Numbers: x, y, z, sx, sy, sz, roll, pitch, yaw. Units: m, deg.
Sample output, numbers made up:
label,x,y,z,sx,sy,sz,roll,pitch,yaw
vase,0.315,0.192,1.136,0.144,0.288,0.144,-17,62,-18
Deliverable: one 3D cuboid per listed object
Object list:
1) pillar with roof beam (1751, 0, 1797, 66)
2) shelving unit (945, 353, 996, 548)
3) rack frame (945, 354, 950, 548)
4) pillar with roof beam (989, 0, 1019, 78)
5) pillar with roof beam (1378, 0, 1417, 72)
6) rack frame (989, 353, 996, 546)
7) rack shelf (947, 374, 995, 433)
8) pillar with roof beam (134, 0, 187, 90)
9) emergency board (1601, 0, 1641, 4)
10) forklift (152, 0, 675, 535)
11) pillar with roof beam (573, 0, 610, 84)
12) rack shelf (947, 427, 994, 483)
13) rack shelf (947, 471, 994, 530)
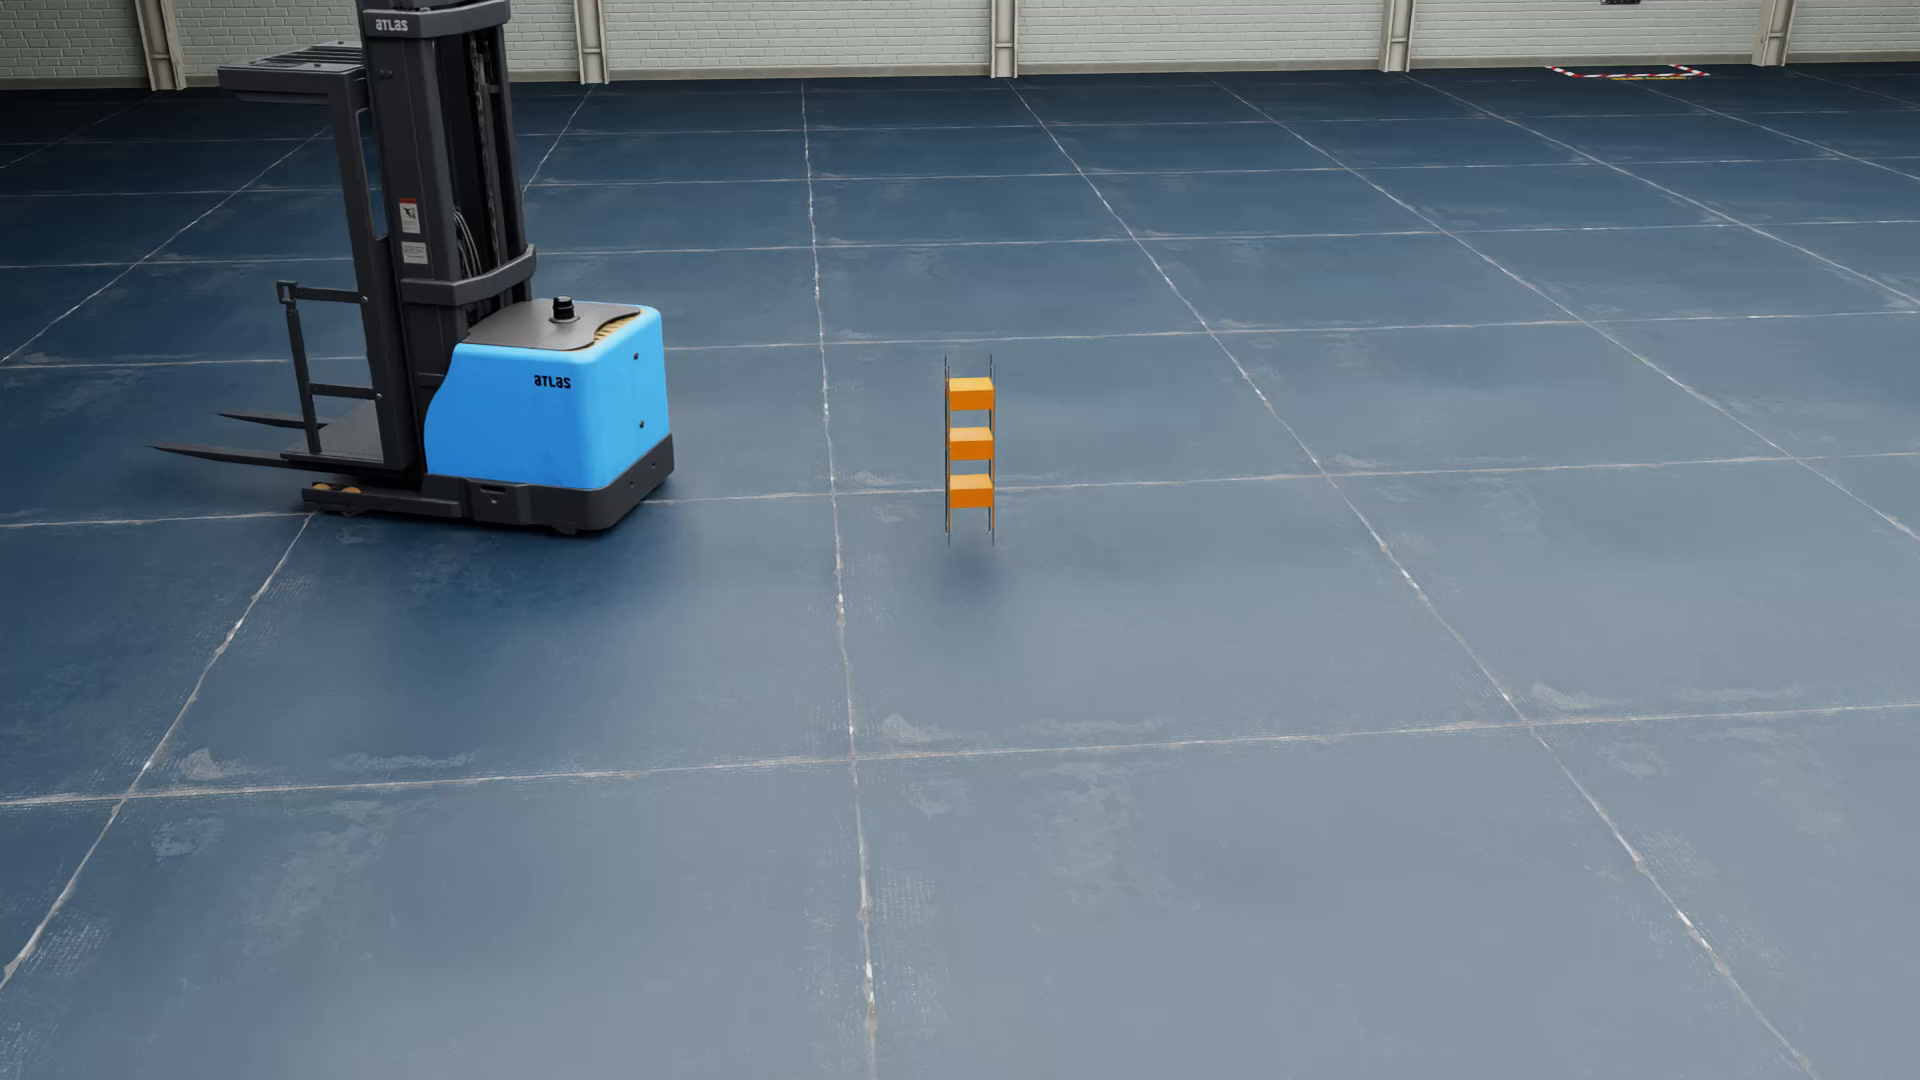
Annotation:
label,x,y,z,sx,sy,sz,roll,pitch,yaw
pillar with roof beam,13.009,-9.783,20.181,0.400,9.000,9.100,-2,24,-5
shelving unit,0.053,-0.482,9.042,0.252,1.050,0.215,-2,24,-5
rack frame,-0.068,-0.477,9.031,0.008,1.050,0.200,-2,24,-5
pillar with roof beam,1.067,-9.304,19.103,0.400,9.000,9.100,-2,24,-5
pillar with roof beam,7.038,-9.544,19.642,0.400,9.000,9.100,-2,24,-5
rack frame,0.175,-0.487,9.053,0.008,1.050,0.200,-2,24,-5
rack shelf,0.053,-0.732,8.931,0.240,0.259,0.215,-2,24,-5
pillar with roof beam,-10.875,-8.825,18.026,0.400,9.000,9.100,-2,24,-5
emergency board,10.112,-8.706,25.143,0.626,1.169,0.157,-2,24,-5
forklift,-3.295,-1.675,9.411,3.031,2.935,1.130,6,25,13
pillar with roof beam,-4.904,-9.065,18.565,0.400,9.000,9.100,-2,24,-5
rack shelf,0.053,-0.472,9.046,0.240,0.259,0.215,-2,24,-5
rack shelf,0.053,-0.218,9.159,0.240,0.259,0.215,-2,24,-5
